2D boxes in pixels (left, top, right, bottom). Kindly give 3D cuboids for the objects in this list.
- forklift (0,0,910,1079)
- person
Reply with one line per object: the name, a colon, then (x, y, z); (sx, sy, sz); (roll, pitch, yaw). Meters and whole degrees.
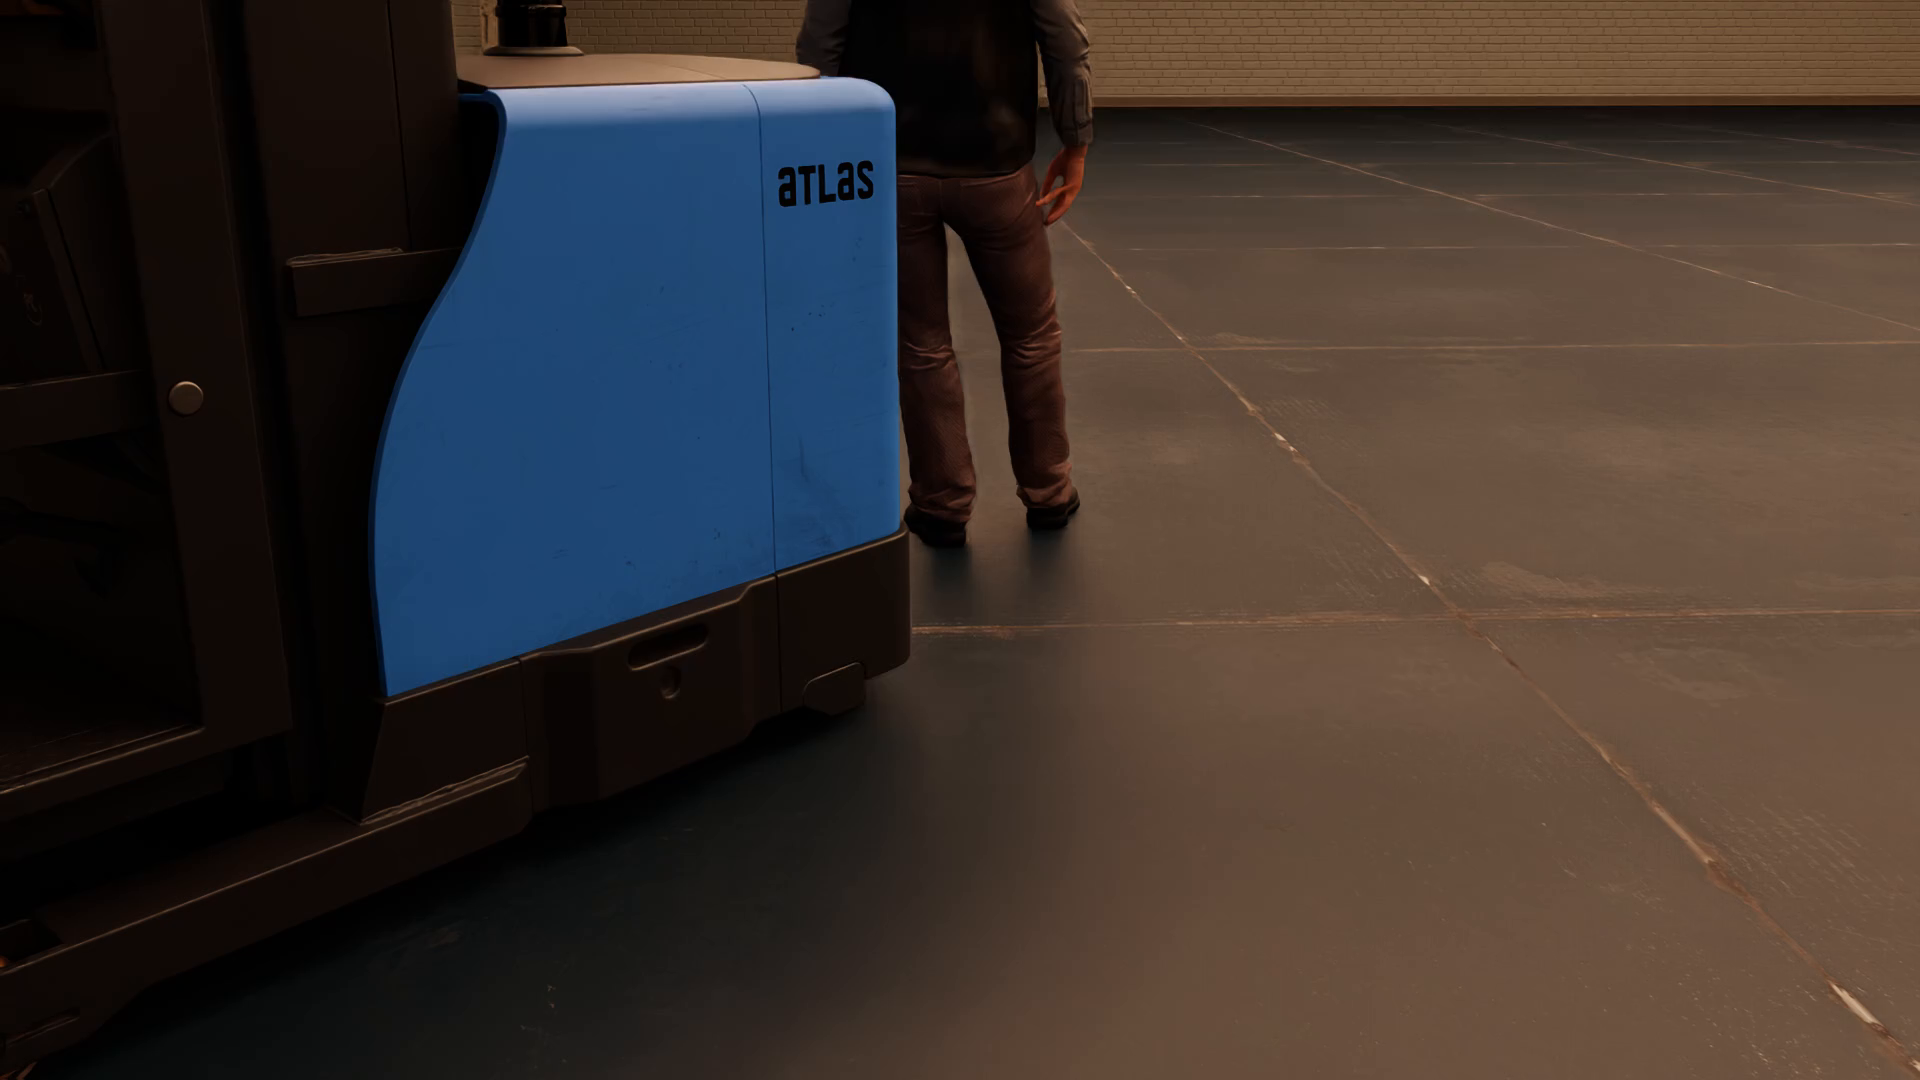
forklift: (-1.433, -0.894, 1.831); (1.130, 2.935, 3.031); (14, 22, 39)
person: (-0.029, -0.841, 3.768); (0.663, 1.712, 0.563); (0, 17, 0)
